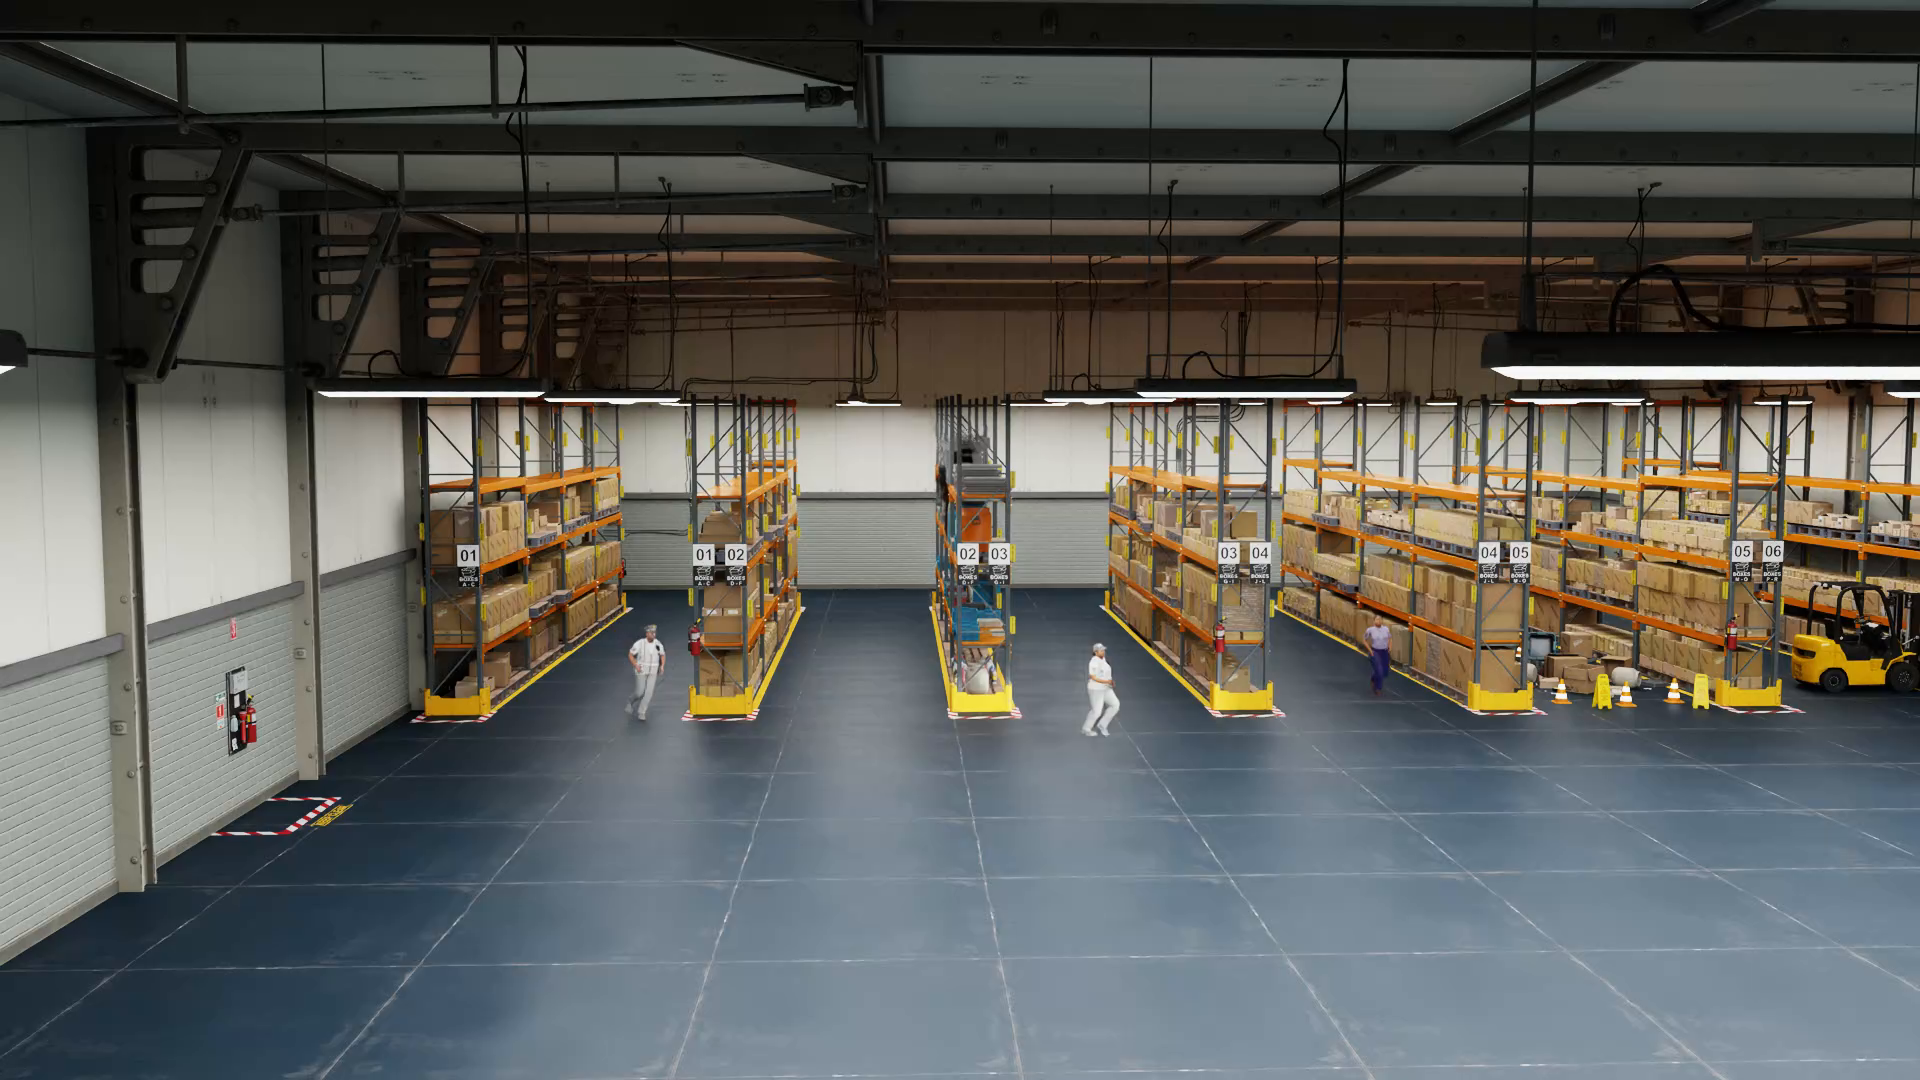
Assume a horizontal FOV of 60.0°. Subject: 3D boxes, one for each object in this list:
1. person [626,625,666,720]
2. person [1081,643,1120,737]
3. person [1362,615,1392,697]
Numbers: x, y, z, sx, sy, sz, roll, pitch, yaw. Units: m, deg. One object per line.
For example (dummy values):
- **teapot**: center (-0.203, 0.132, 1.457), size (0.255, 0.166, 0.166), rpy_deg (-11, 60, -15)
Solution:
- **person**: center (-5.807, 2.435, 30.894), size (0.731, 1.732, 0.664), rpy_deg (-3, 5, -30)
- **person**: center (2.448, 2.626, 29.035), size (0.648, 1.663, 0.610), rpy_deg (3, 5, 32)
- **person**: center (8.386, 2.308, 33.390), size (0.603, 1.620, 0.624), rpy_deg (-1, 5, -9)
